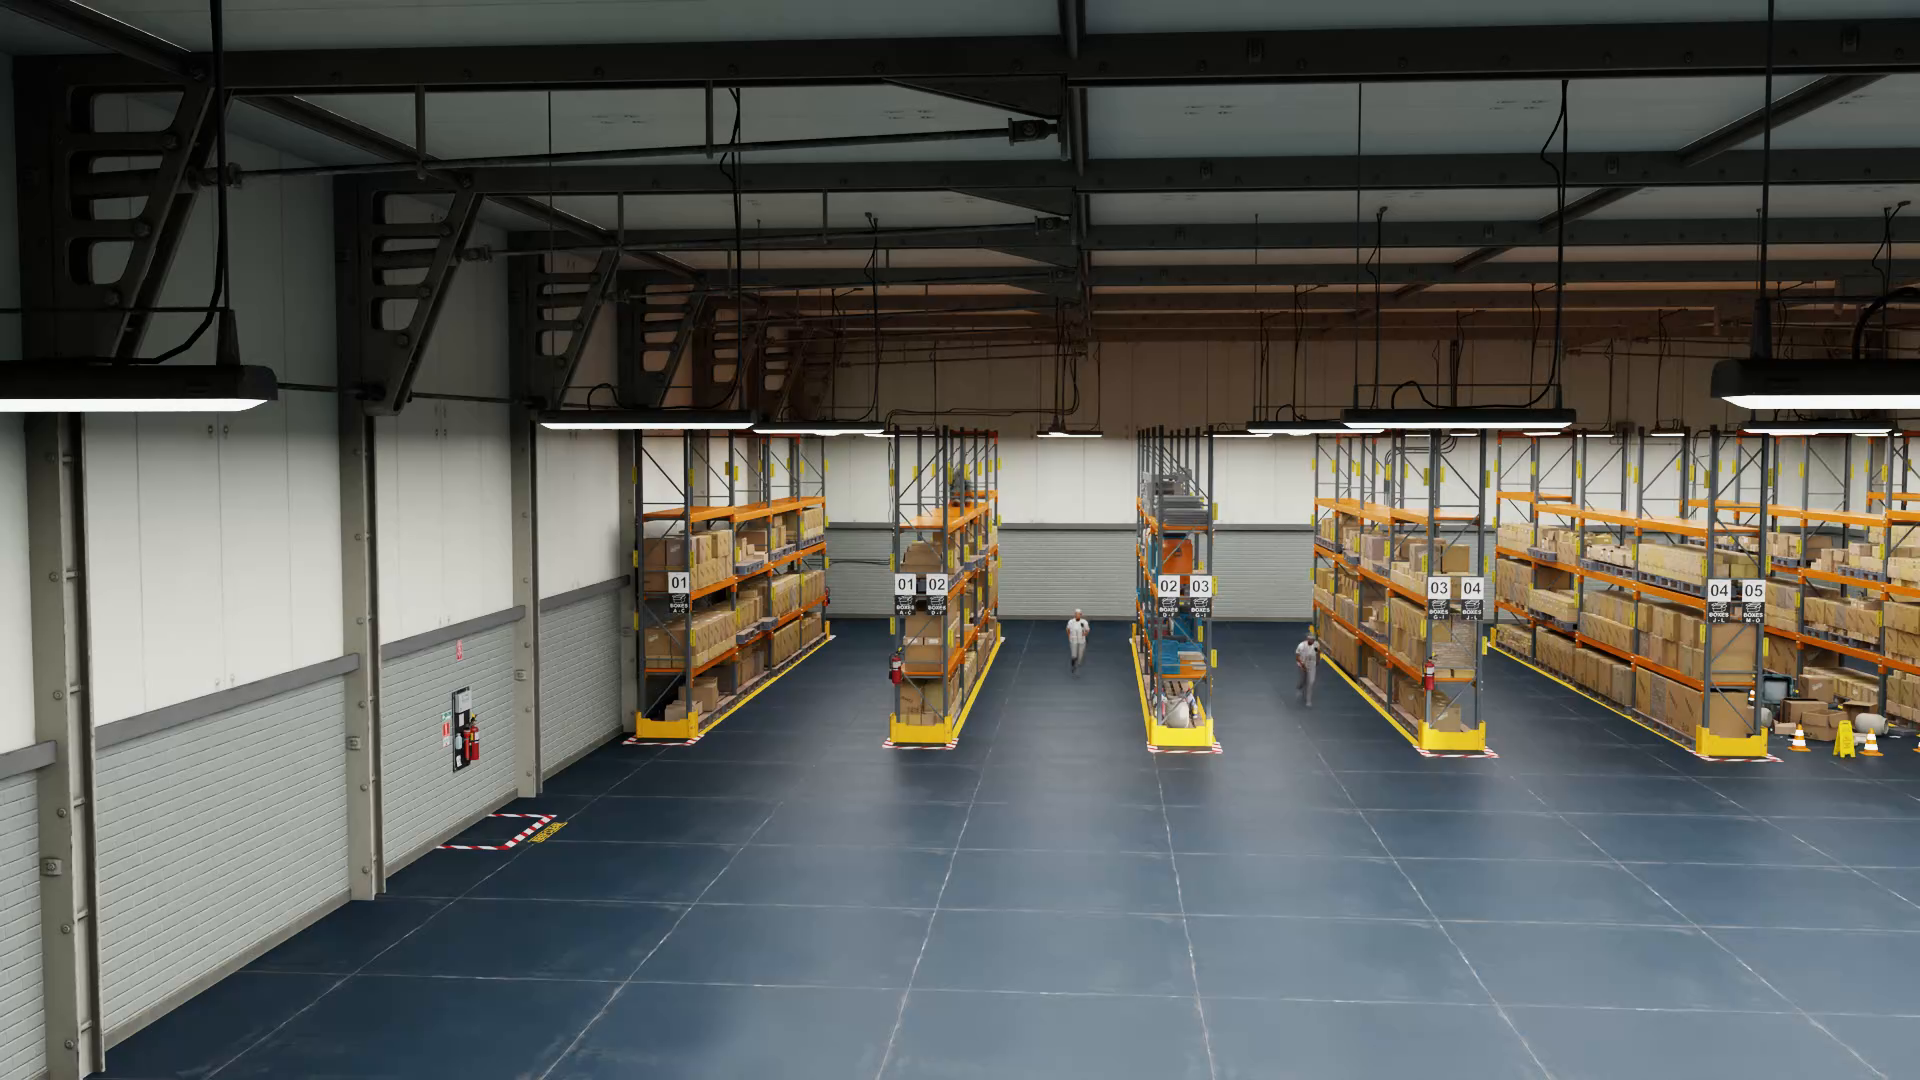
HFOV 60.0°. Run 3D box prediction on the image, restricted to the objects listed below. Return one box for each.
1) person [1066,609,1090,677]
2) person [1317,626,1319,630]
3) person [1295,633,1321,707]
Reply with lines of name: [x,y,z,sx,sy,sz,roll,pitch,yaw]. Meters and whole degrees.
person: [2.852,2.496,40.103,0.580,1.658,0.630,0,3,4]
person: [10.582,2.005,47.651,0.870,1.760,0.694,1,3,10]
person: [7.526,2.775,36.152,0.601,1.629,0.964,-1,3,-9]
